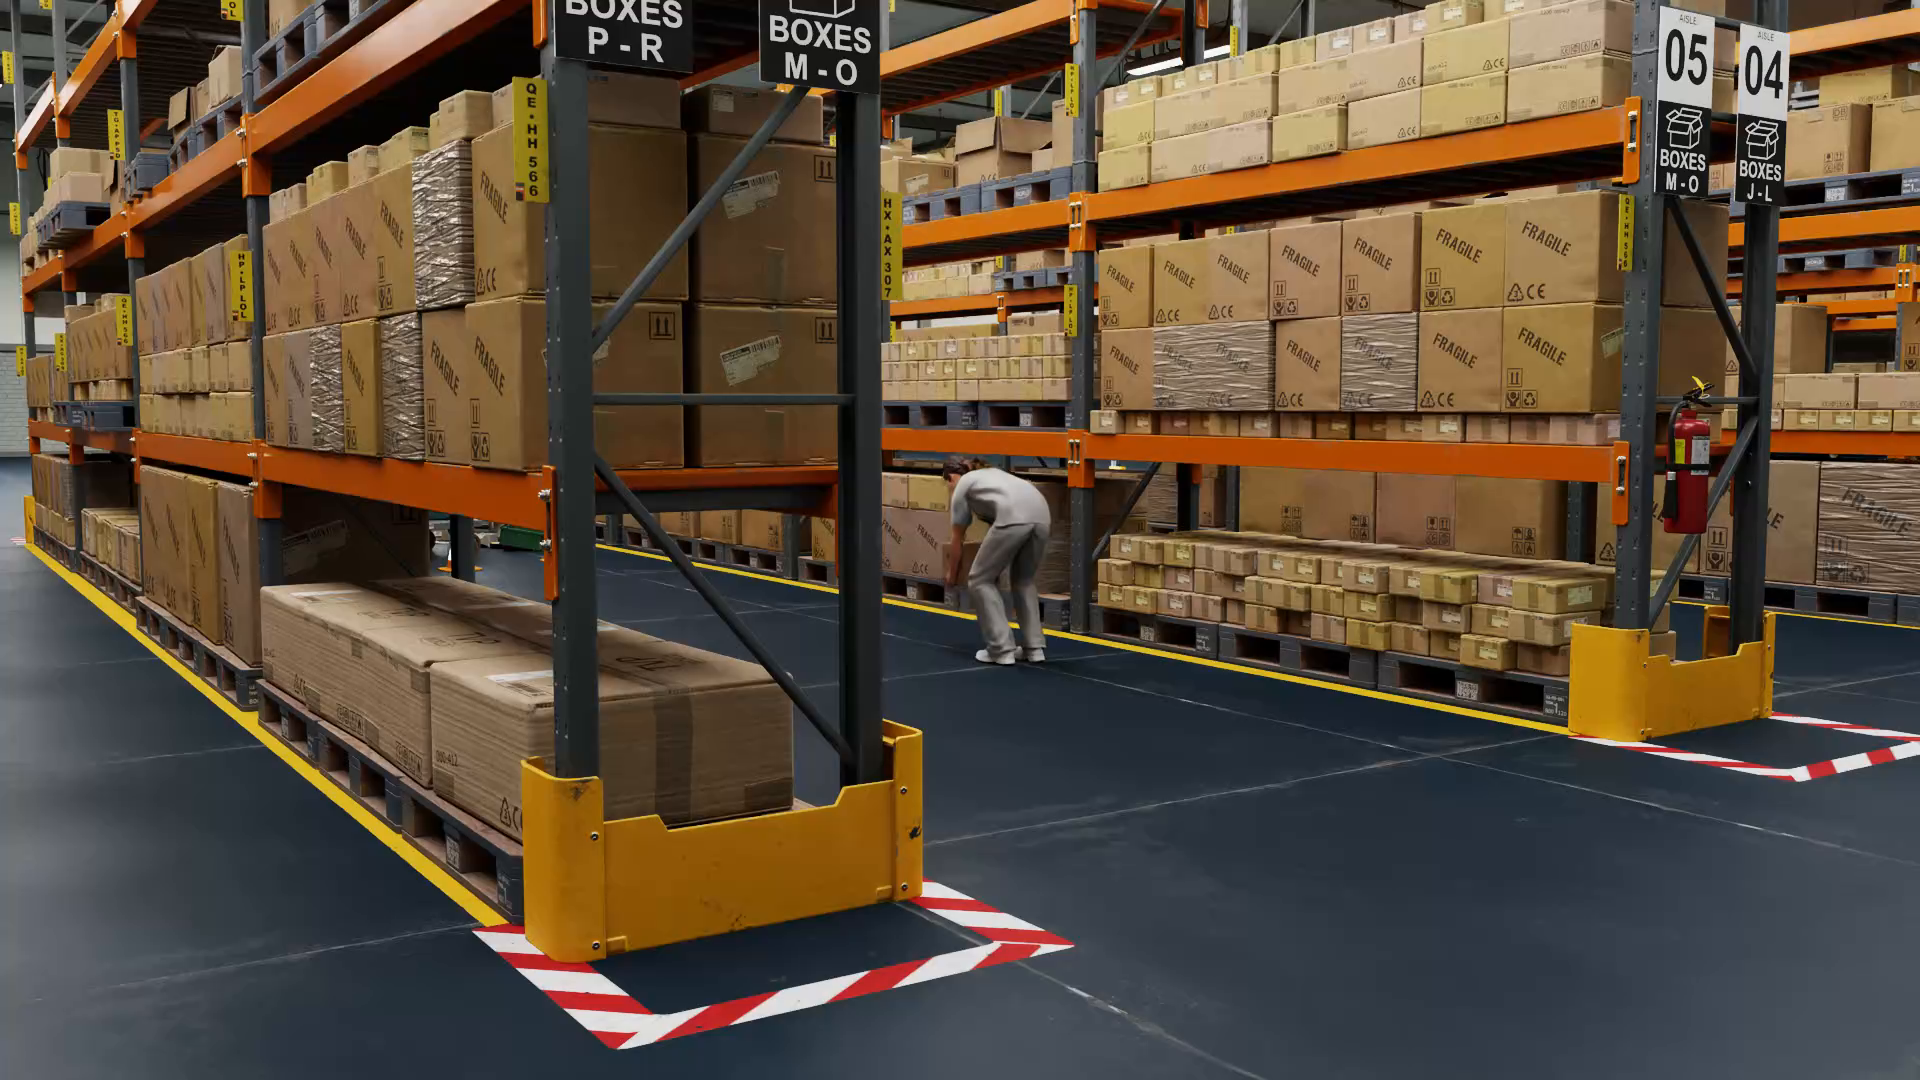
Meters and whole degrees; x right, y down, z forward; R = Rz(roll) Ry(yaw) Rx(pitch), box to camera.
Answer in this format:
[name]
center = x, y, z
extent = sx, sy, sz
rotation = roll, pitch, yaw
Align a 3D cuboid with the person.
[person]
center = 0.186, 0.103, 9.768
extent = 0.437, 1.188, 0.844
rotation = -3, 6, -36
